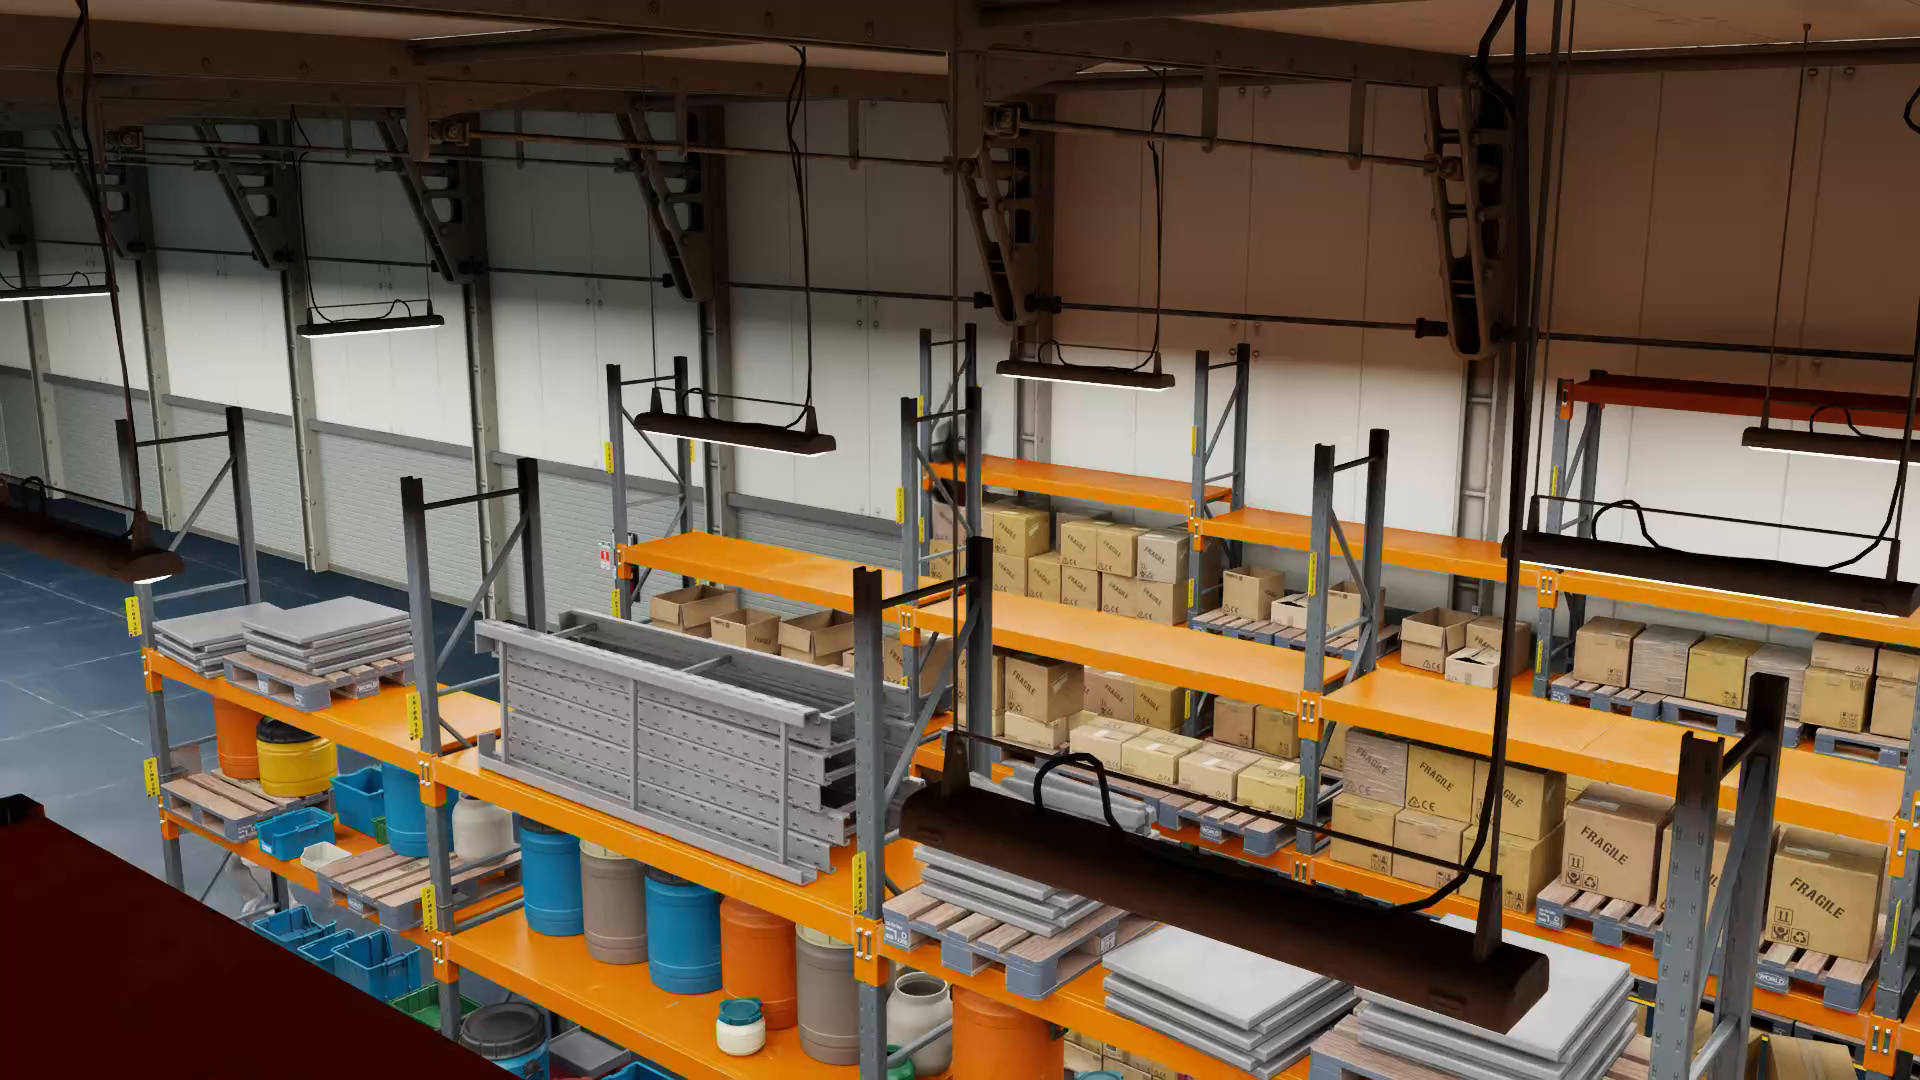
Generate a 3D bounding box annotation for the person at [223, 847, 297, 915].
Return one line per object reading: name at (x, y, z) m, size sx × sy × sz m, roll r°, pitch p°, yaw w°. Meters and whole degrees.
person at (-7.651, 3.287, 17.930) m, size 0.808 × 1.749 × 0.693 m, roll -6°, pitch 14°, yaw -24°
